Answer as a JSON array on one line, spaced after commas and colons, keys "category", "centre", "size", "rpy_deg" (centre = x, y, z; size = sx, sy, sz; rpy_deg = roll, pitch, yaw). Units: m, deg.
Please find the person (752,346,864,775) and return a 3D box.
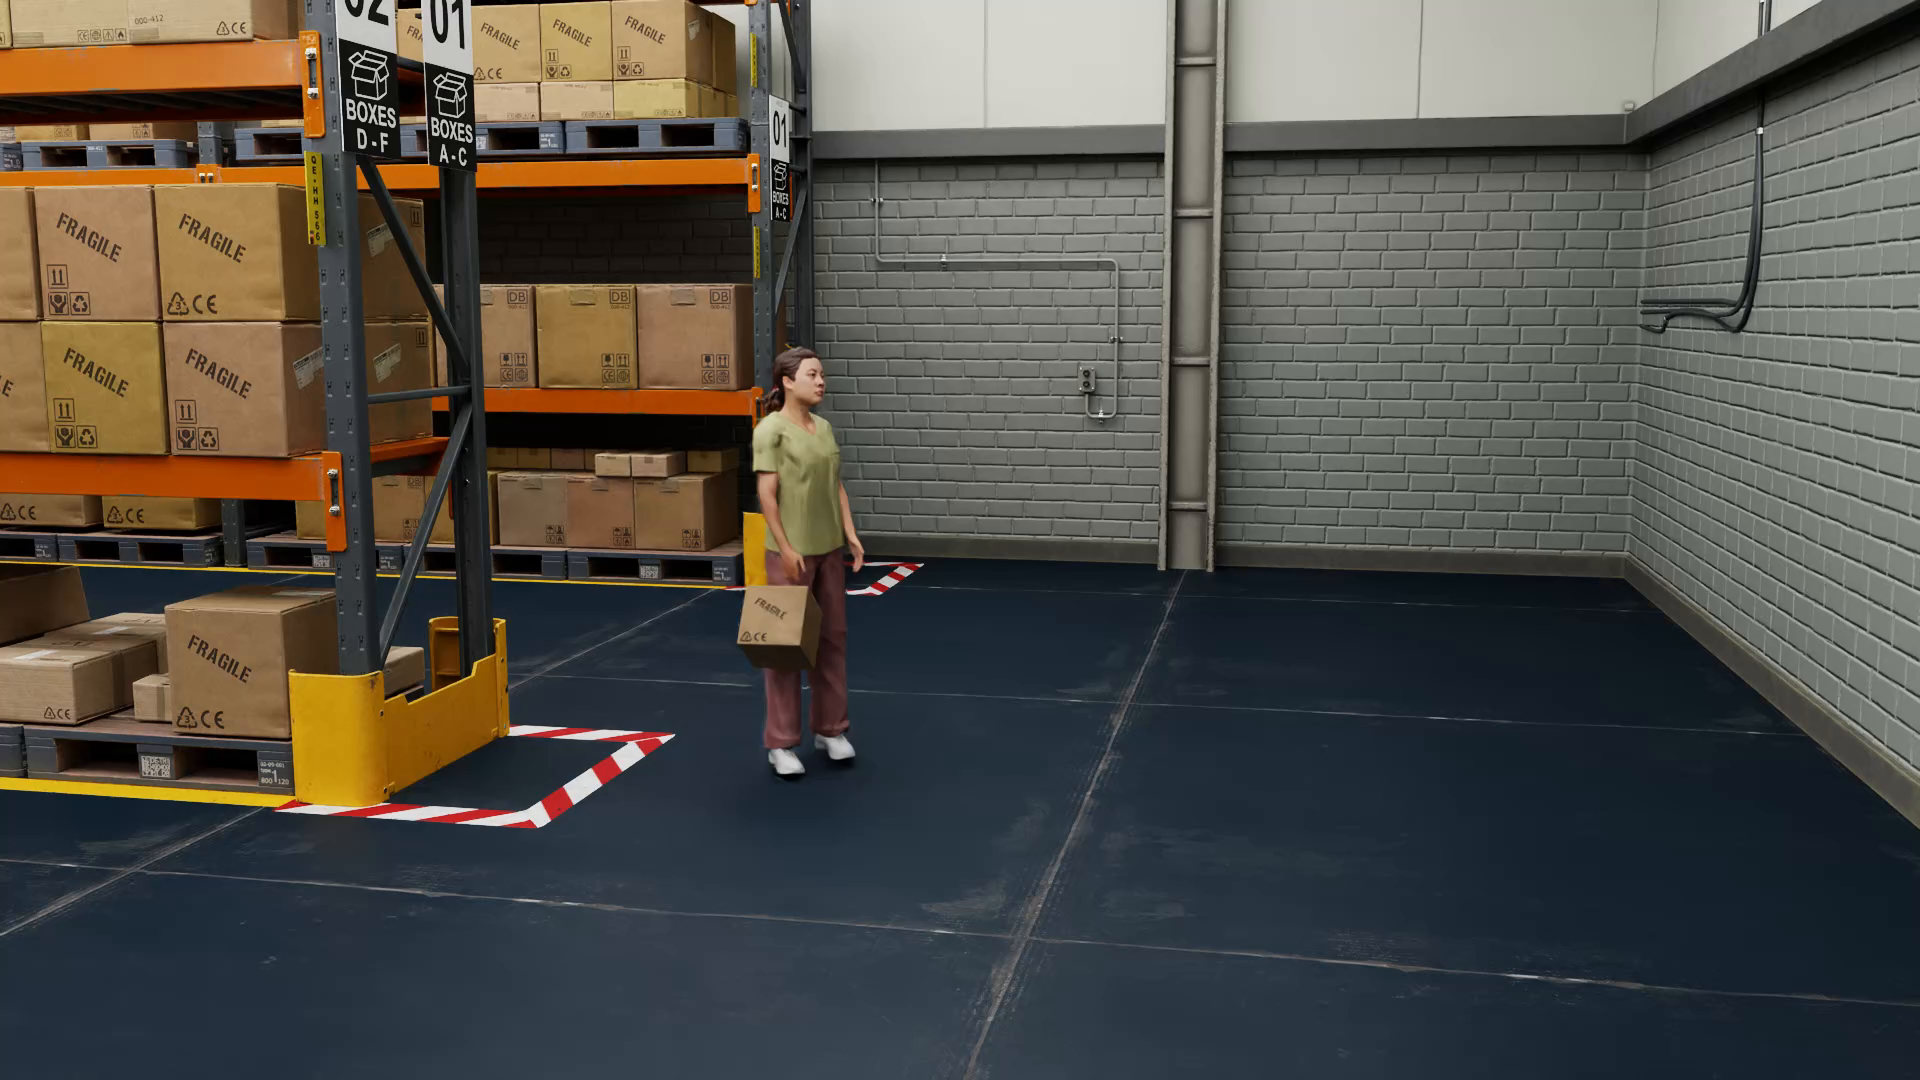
[{"category": "person", "centre": [-0.637, 0.067, 6.725], "size": [0.433, 1.686, 0.516], "rpy_deg": [6, 10, 38]}]
